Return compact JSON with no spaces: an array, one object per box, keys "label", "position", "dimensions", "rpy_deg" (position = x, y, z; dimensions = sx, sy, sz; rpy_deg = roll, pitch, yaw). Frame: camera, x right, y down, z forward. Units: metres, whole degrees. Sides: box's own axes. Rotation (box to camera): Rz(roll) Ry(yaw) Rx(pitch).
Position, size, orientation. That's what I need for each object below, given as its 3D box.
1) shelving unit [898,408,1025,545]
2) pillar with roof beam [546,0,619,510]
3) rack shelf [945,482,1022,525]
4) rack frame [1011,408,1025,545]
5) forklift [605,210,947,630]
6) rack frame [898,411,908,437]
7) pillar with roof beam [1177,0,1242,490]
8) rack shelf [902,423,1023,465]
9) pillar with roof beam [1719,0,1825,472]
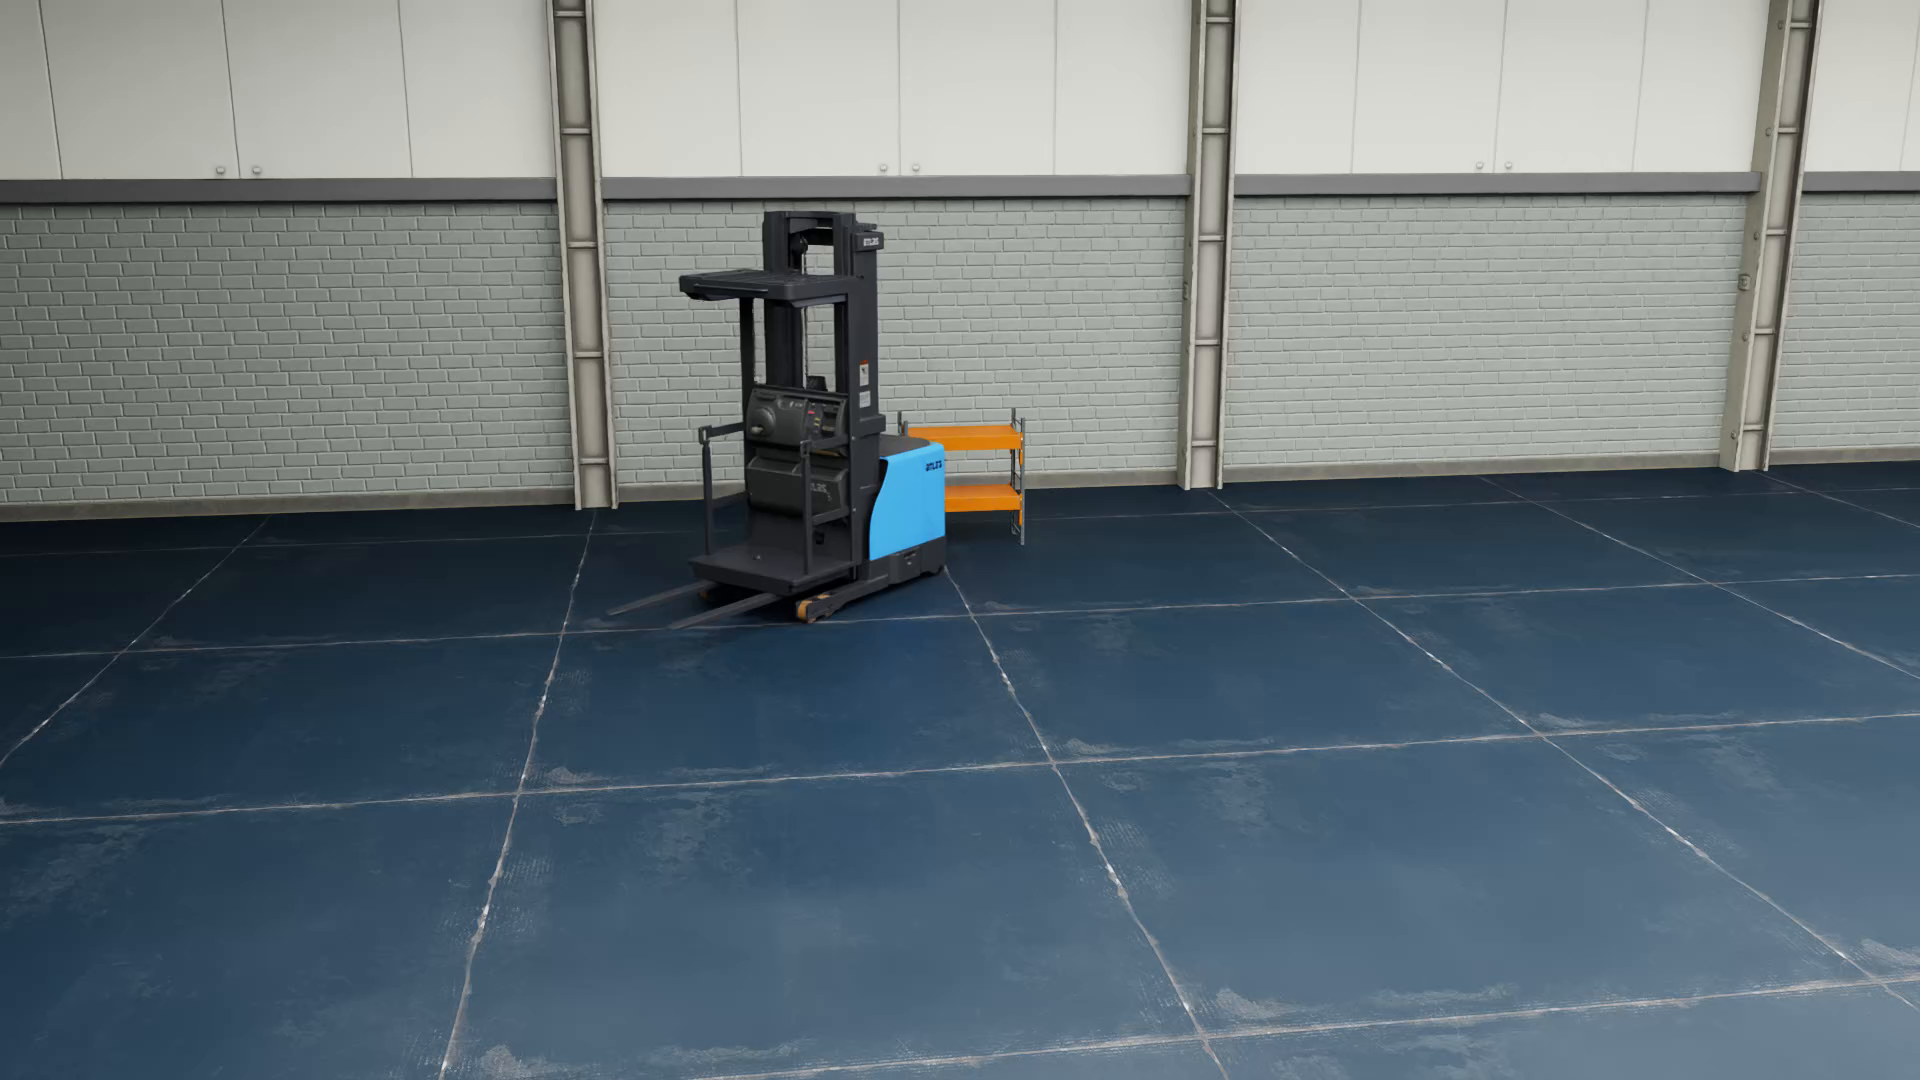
[{"label":"shelving unit","position":[0.007,-0.546,14.586],"dimensions":[1.048,1.125,0.538],"rpy_deg":[-2,14,-8]},{"label":"pillar with roof beam","position":[-2.859,-3.661,10.820],"dimensions":[0.400,9.000,9.100],"rpy_deg":[-2,14,-8]},{"label":"rack shelf","position":[0.007,-0.309,14.645],"dimensions":[1.000,0.278,0.538],"rpy_deg":[-2,14,-8]},{"label":"rack frame","position":[0.509,-0.564,14.659],"dimensions":[0.032,1.125,0.500],"rpy_deg":[-2,14,-8]},{"label":"forklift","position":[-1.367,-0.943,12.455],"dimensions":[1.130,2.935,3.031],"rpy_deg":[10,17,34]},{"label":"rack frame","position":[-0.496,-0.527,14.513],"dimensions":[0.032,1.125,0.500],"rpy_deg":[-2,14,-8]},{"label":"pillar with roof beam","position":[3.074,-3.878,11.687],"dimensions":[0.400,9.000,9.100],"rpy_deg":[-2,14,-8]},{"label":"rack shelf","position":[0.007,-0.830,14.515],"dimensions":[1.000,0.278,0.538],"rpy_deg":[-2,14,-8]},{"label":"pillar with roof beam","position":[9.007,-4.096,12.554],"dimensions":[0.400,9.000,9.100],"rpy_deg":[-2,14,-8]}]
